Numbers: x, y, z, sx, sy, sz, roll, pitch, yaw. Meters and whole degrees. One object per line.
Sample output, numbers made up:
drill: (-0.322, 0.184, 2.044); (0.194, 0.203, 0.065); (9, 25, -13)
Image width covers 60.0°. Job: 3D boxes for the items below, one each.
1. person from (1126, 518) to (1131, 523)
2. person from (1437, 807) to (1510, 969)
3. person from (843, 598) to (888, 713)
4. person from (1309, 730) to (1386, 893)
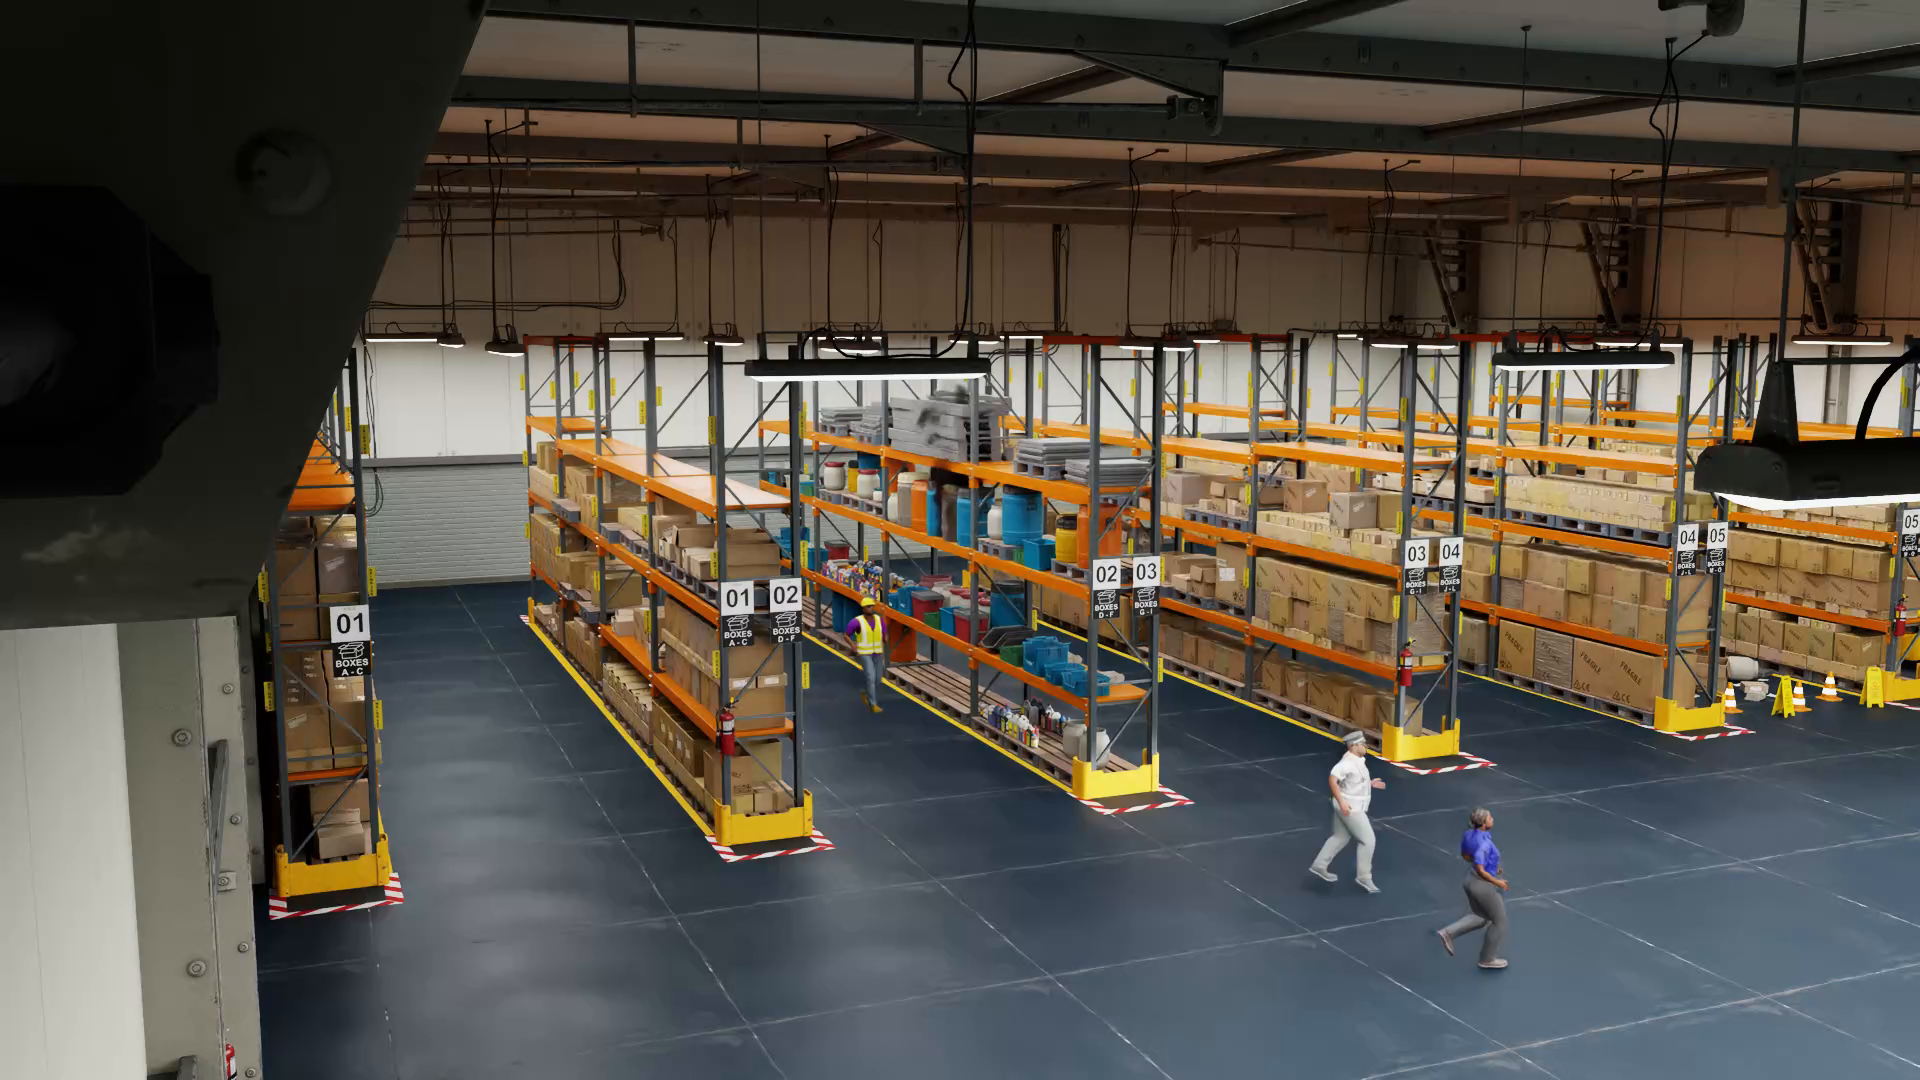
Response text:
person: (3.929, 0.303, 39.254); (0.562, 1.690, 0.779); (-3, 8, -19)
person: (5.060, 3.396, 16.204); (0.636, 1.597, 0.579); (-1, 8, -5)
person: (-1.399, 1.767, 25.713); (0.714, 1.758, 0.780); (-5, 9, -32)
person: (4.331, 3.010, 18.536); (0.816, 1.842, 0.645); (1, 8, 6)
